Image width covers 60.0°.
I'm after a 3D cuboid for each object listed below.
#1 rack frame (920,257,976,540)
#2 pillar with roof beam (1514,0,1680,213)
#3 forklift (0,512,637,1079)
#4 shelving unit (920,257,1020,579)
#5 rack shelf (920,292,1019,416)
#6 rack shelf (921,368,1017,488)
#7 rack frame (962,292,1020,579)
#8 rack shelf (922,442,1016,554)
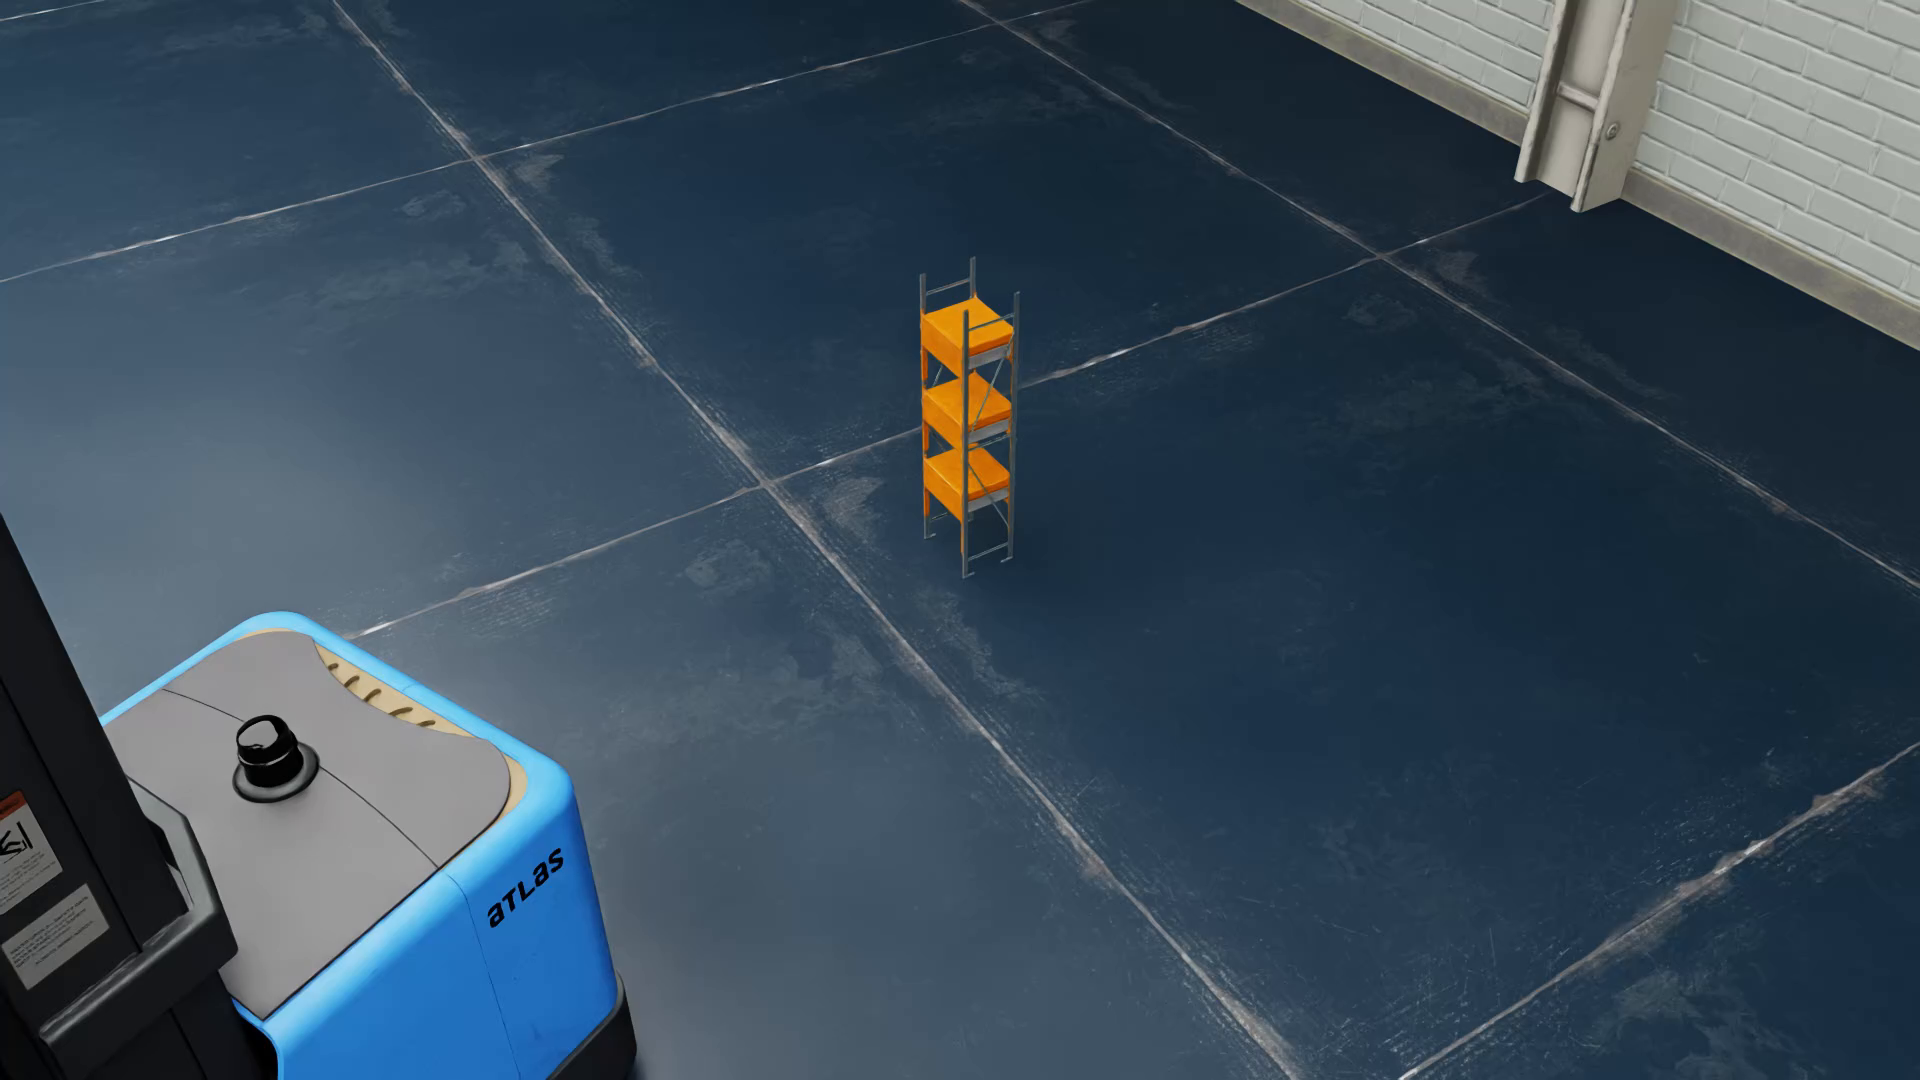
[{"bbox_3d":[-0.037,-0.440,5.458,0.200,1.050,0.008,-22,45,-24],"label":"rack frame"},{"bbox_3d":[-0.806,-3.614,3.057,9.100,9.000,0.400,-22,45,-24],"label":"pillar with roof beam"},{"bbox_3d":[-2.045,0.794,2.507,1.130,2.935,3.031,24,45,26],"label":"forklift"},{"bbox_3d":[0.029,-0.374,5.379,0.215,1.050,0.252,-22,45,-24],"label":"shelving unit"},{"bbox_3d":[0.029,-0.584,5.204,0.215,0.259,0.240,-22,45,-24],"label":"rack shelf"},{"bbox_3d":[0.029,-0.366,5.386,0.215,0.259,0.240,-22,45,-24],"label":"rack shelf"},{"bbox_3d":[0.094,-0.309,5.300,0.200,1.050,0.008,-22,45,-24],"label":"rack frame"},{"bbox_3d":[0.029,-0.153,5.564,0.215,0.259,0.240,-22,45,-24],"label":"rack shelf"}]
